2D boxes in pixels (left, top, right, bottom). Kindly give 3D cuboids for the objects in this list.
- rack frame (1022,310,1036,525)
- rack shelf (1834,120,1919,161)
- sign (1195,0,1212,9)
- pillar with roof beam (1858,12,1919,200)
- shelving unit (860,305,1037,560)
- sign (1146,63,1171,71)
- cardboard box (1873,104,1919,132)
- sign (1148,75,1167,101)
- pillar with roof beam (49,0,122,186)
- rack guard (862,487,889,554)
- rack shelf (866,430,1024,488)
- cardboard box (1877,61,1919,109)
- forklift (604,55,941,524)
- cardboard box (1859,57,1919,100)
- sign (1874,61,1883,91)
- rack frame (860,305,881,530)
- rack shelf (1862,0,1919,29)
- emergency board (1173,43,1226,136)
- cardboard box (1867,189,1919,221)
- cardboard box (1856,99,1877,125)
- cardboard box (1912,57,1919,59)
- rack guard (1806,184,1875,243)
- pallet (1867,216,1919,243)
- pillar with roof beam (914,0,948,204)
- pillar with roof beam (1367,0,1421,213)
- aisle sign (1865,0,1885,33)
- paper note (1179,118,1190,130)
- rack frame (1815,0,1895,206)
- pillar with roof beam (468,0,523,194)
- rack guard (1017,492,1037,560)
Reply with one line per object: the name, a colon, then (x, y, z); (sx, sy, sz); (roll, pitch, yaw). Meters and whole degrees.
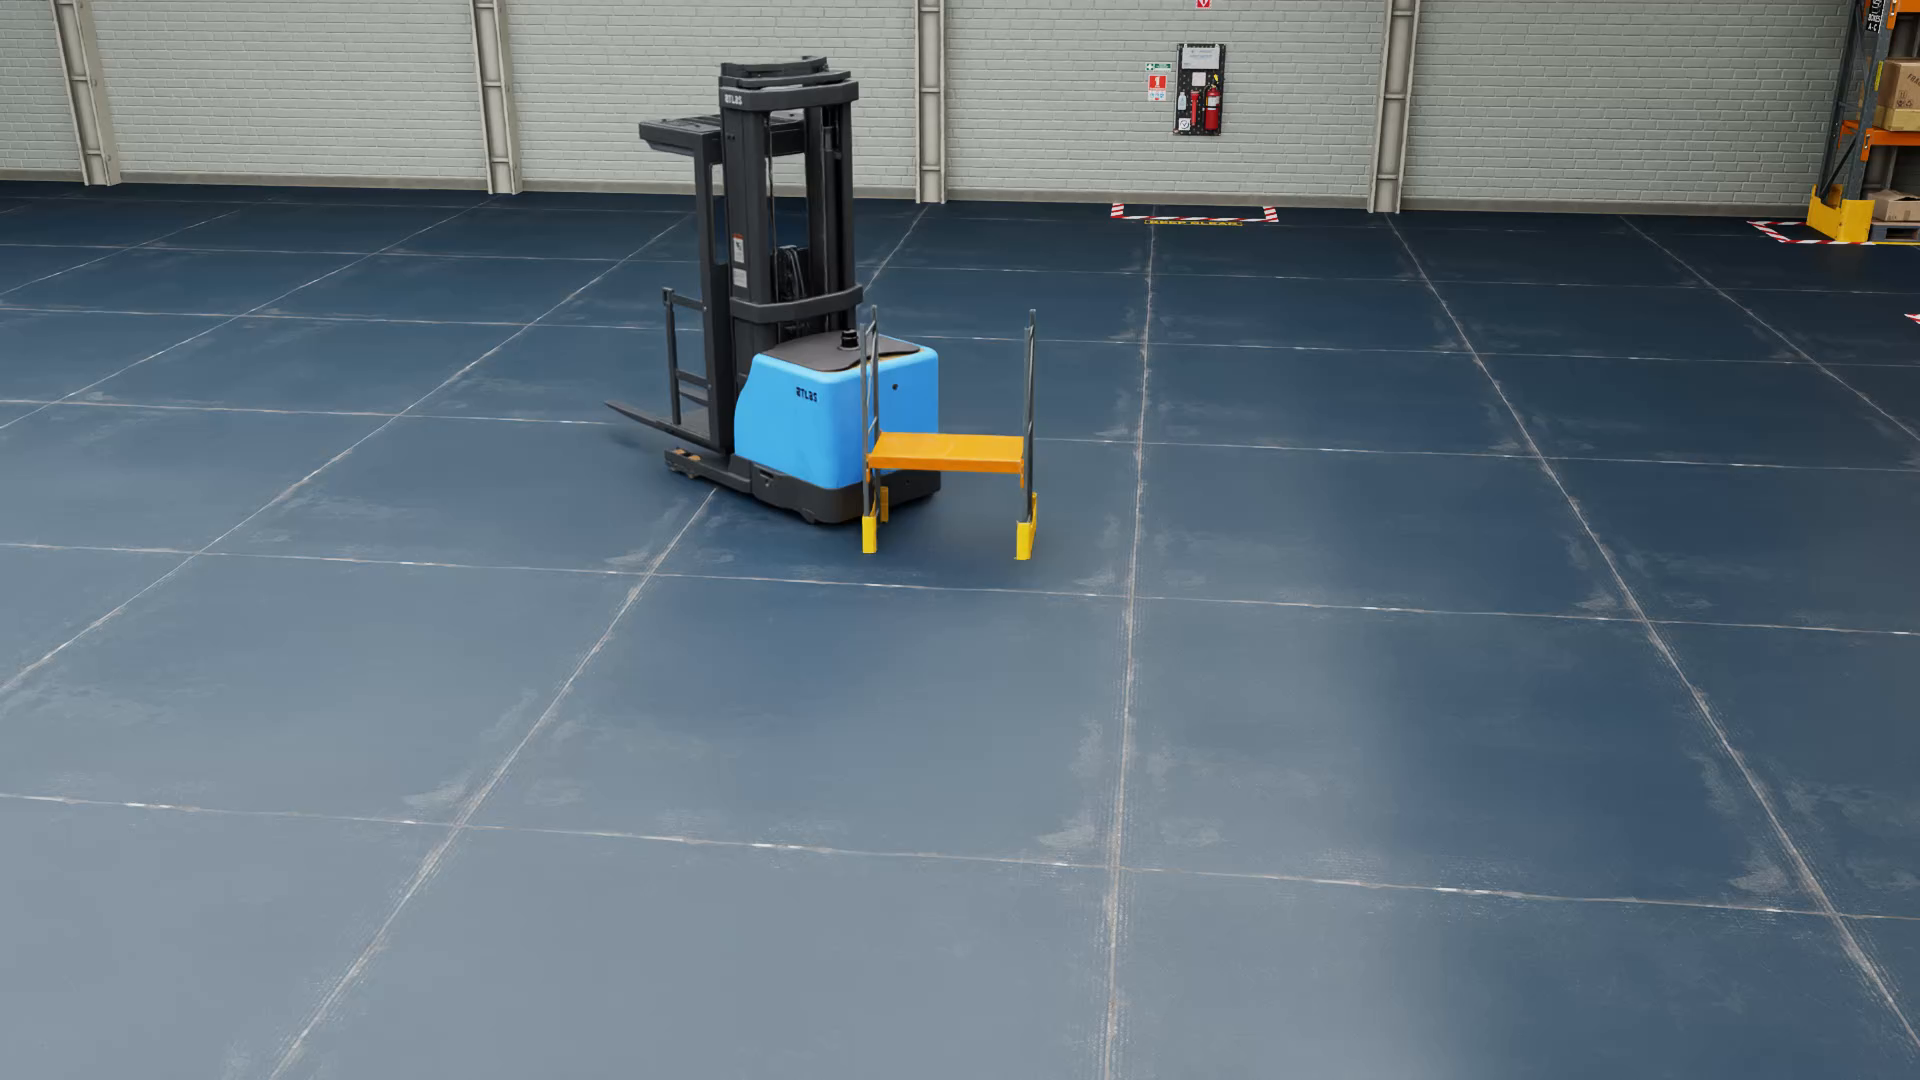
rack frame: (0.437, -0.675, 10.607); (0.032, 1.500, 0.500); (2, 22, 6)
rack shelf: (12.723, -4.769, 19.900); (4.000, 0.370, 1.077); (2, 22, 6)
sign: (3.130, -6.970, 21.338); (0.199, 0.298, 0.001); (2, 22, 6)
pillar with roof beam: (11.027, -6.693, 15.631); (0.400, 9.000, 9.100); (2, 22, 6)
shelving unit: (-0.059, -0.695, 10.659); (1.083, 1.500, 0.587); (2, 22, 6)
sign: (2.593, -6.177, 21.715); (0.331, 0.109, 0.001); (2, 22, 6)
cardboard box: (11.184, -4.992, 19.664); (0.500, 0.250, 0.500); (2, 22, 5)
sign: (2.589, -5.934, 21.821); (0.234, 0.329, 0.001); (2, 22, 6)
pillar with roof beam: (-12.806, -7.732, 18.257); (0.400, 9.000, 9.100); (2, 22, 6)
rack guard: (-0.554, -0.134, 10.940); (0.087, 0.250, 0.587); (2, 22, 6)
rack shelf: (-0.068, -0.528, 10.726); (1.000, 0.185, 0.538); (2, 22, 6)
cardboard box: (11.176, -5.348, 19.543); (0.500, 0.500, 0.500); (3, 22, 6)
forklift: (-1.517, -1.926, 11.826); (1.130, 2.935, 3.031); (-19, 29, -40)
cardboard box: (11.230, -5.535, 20.018); (0.500, 0.500, 0.500); (2, 22, 6)
sign: (10.673, -5.394, 19.327); (0.005, 0.325, 0.100); (2, 22, 6)
rack frame: (-0.574, -0.717, 10.712); (0.032, 1.500, 0.500); (2, 22, 6)
rack shelf: (12.723, -6.164, 19.349); (4.000, 0.370, 1.077); (2, 22, 6)
emergency board: (3.126, -5.856, 21.672); (0.643, 1.169, 0.194); (2, 22, 6)
cardboard box: (11.414, -4.081, 20.242); (0.500, 0.311, 0.500); (0, 22, 0)
cardboard box: (11.224, -5.180, 20.139); (0.500, 0.250, 0.500); (3, 22, 7)
cardboard box: (11.729, -5.510, 19.954); (0.500, 0.500, 0.500); (3, 22, 7)
rack guard: (10.813, -4.024, 20.438); (0.348, 0.500, 1.175); (2, 22, 6)
pallet: (11.615, -3.842, 20.370); (1.213, 0.211, 1.003); (2, 22, 6)
pillar with roof beam: (-0.889, -7.213, 16.944); (0.400, 9.000, 9.100); (2, 22, 6)
pillar with roof beam: (5.069, -6.953, 16.287); (0.400, 9.000, 9.100); (2, 22, 6)
aisle sign: (10.630, -6.292, 19.240); (0.004, 0.787, 0.394); (2, 22, 6)
paper note: (2.959, -5.479, 21.917); (0.142, 0.148, 0.016); (2, 22, 6)
rack frame: (10.737, -5.190, 19.987); (0.127, 3.000, 1.000); (2, 22, 6)
pillar with roof beam: (-6.847, -7.472, 17.601); (0.400, 9.000, 9.100); (2, 22, 6)
rack guard: (0.436, -0.094, 10.837); (0.087, 0.250, 0.587); (2, 22, 6)
